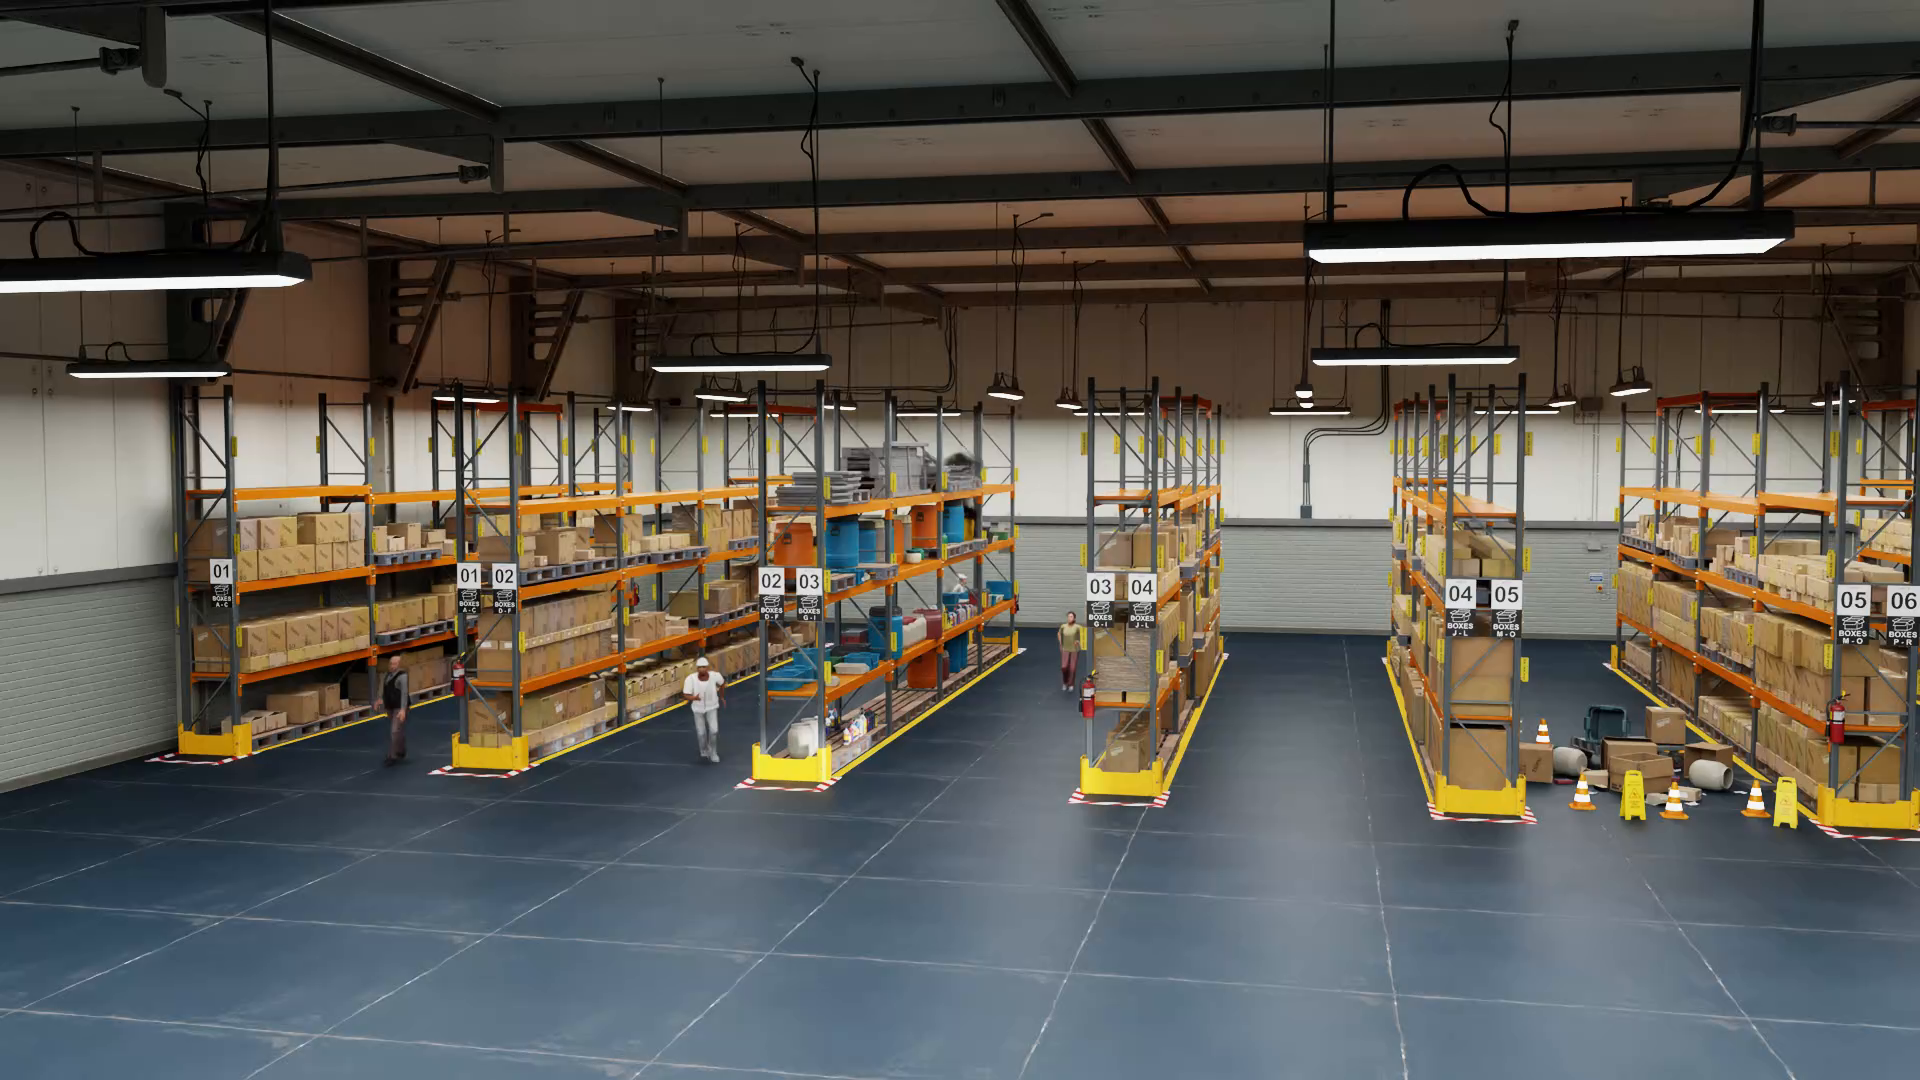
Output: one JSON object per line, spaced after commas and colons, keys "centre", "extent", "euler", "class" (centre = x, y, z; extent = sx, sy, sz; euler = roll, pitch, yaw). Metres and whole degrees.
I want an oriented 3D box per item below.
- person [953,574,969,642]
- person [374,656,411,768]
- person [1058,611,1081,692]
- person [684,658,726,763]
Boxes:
{"centre": [-0.064, 1.754, 42.705], "extent": [0.782, 1.760, 0.714], "euler": [1, 3, 16], "class": "person"}
{"centre": [-8.992, 2.675, 26.302], "extent": [0.731, 1.725, 0.682], "euler": [2, 4, 38], "class": "person"}
{"centre": [2.262, 2.276, 33.912], "extent": [0.573, 1.648, 0.619], "euler": [0, 3, 8], "class": "person"}
{"centre": [-4.026, 2.675, 26.271], "extent": [0.647, 1.685, 0.916], "euler": [0, 3, -6], "class": "person"}
